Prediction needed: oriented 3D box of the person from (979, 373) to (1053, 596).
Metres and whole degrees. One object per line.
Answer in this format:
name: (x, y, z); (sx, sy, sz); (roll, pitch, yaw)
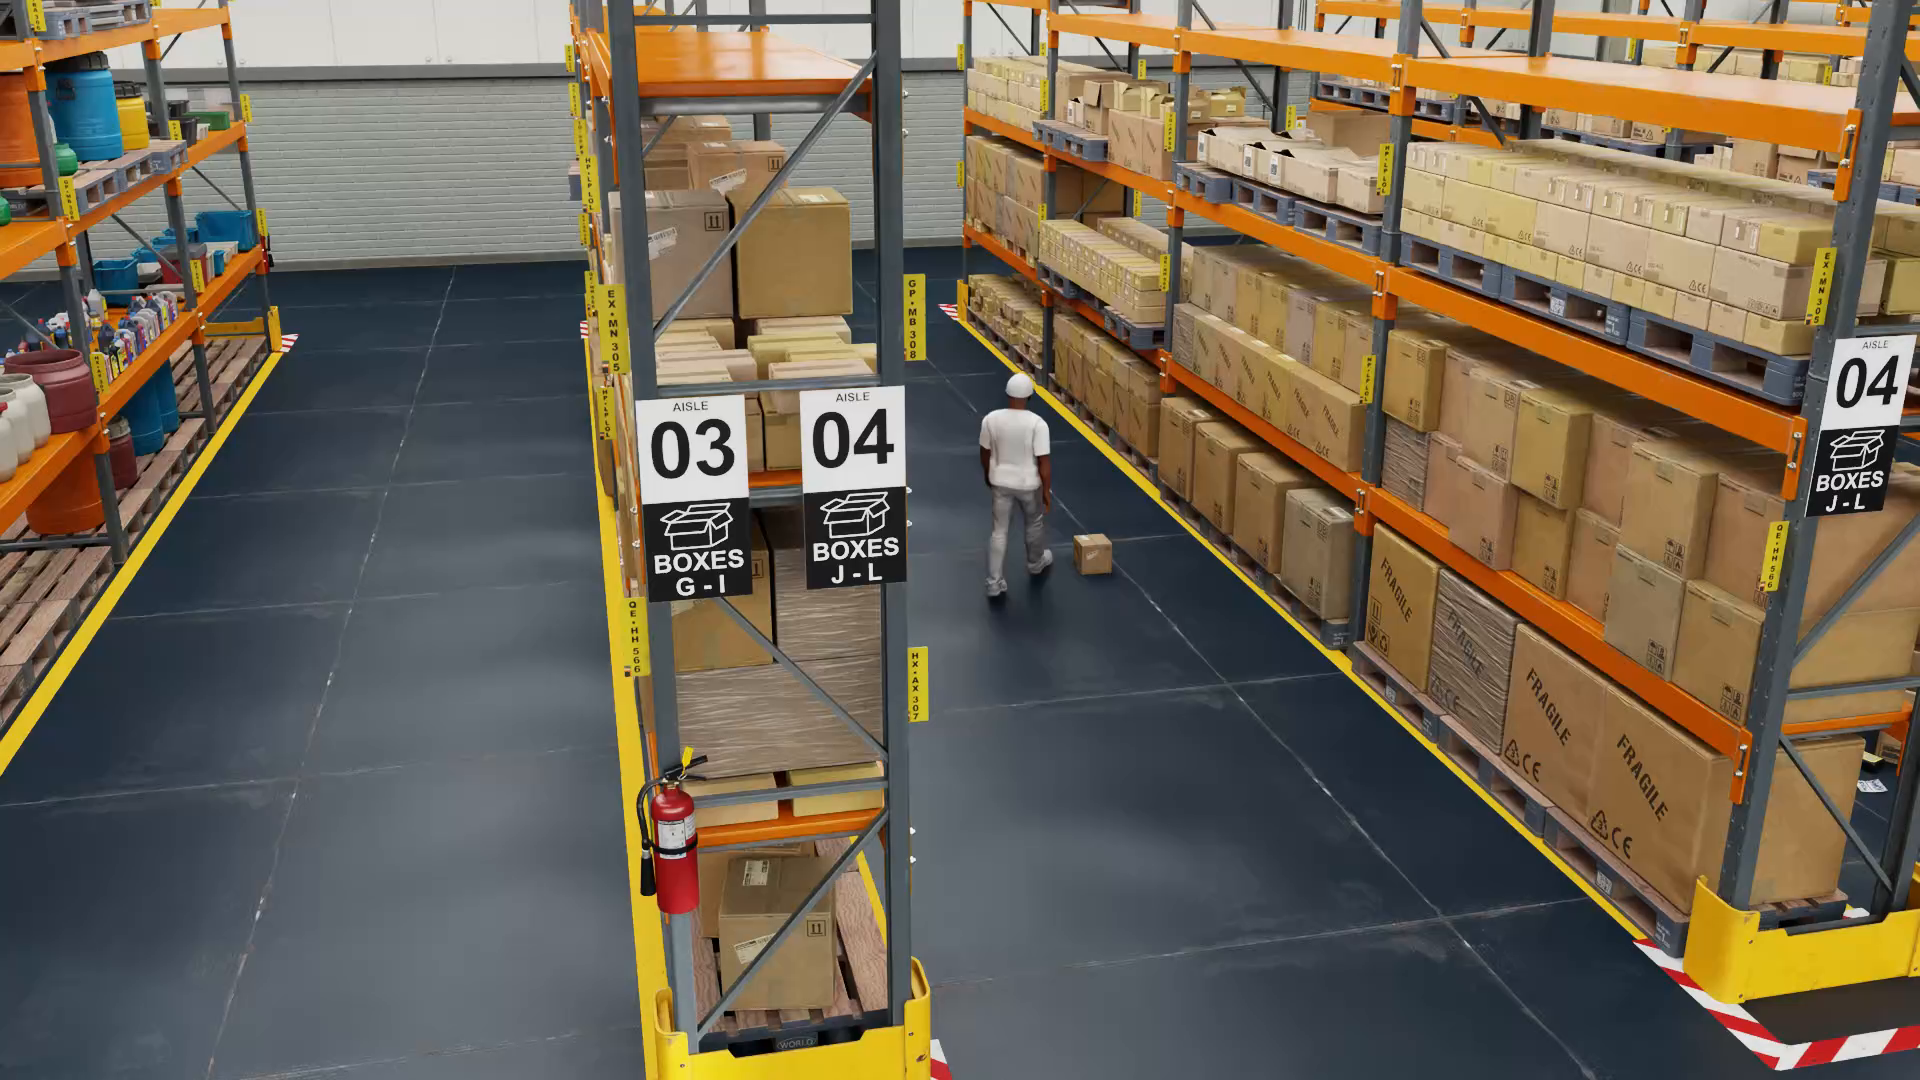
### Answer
person: (0.451, -0.472, 12.893); (0.608, 1.727, 1.009); (5, 20, 14)
